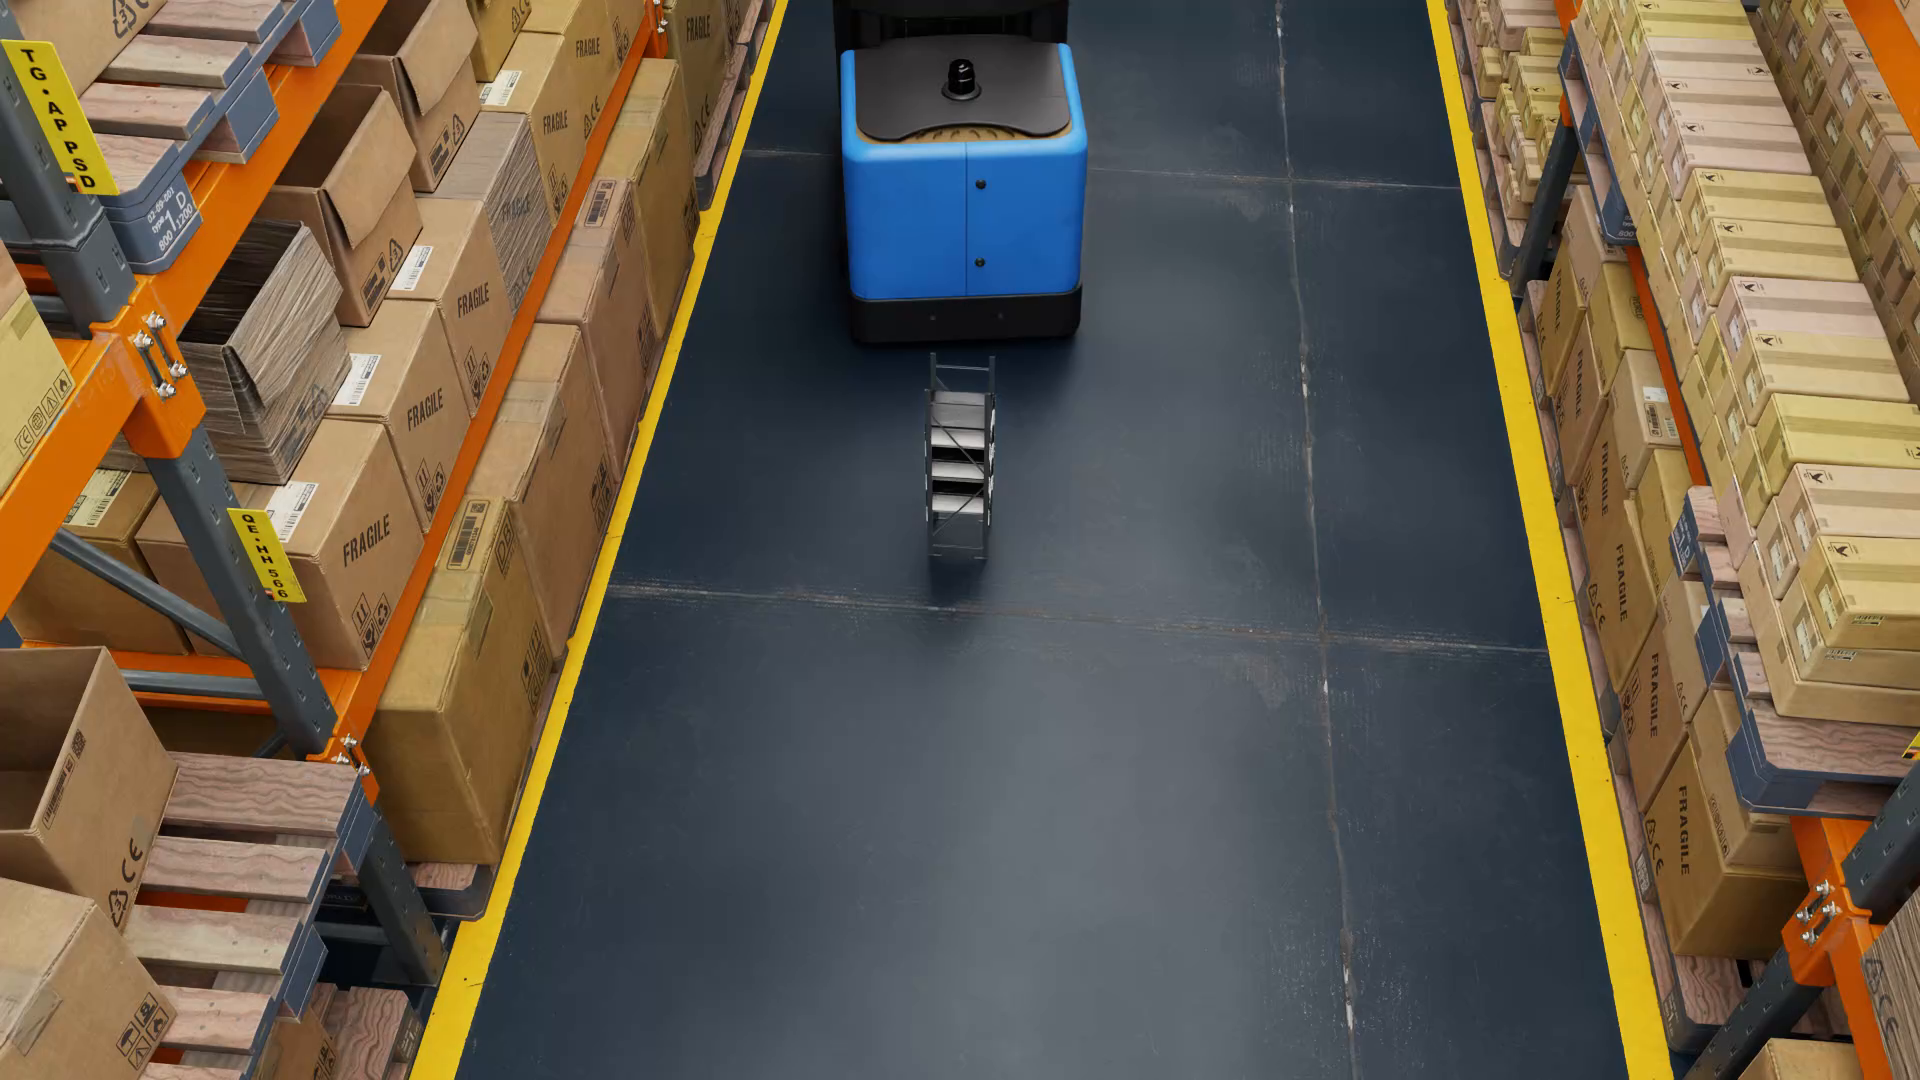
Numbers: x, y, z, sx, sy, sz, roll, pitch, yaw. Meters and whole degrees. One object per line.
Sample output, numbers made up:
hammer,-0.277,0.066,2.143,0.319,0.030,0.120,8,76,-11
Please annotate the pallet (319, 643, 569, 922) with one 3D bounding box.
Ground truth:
pallet,-2.052,0.741,5.955,1.003,0.211,1.213,4,48,4

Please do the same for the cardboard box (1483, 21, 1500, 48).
cardboard box,2.977,-2.595,8.764,0.380,0.149,0.250,5,48,4

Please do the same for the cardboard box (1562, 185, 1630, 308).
cardboard box,2.765,-1.183,6.726,0.500,0.250,0.500,2,48,2

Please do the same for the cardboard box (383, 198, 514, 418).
cardboard box,-1.796,-0.754,5.365,0.500,0.500,0.500,3,48,3

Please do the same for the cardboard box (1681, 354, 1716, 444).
cardboard box,2.415,-0.420,5.013,0.380,0.149,0.250,2,48,2

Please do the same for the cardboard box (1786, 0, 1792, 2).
cardboard box,3.253,-2.107,6.152,0.380,0.149,0.250,6,48,5

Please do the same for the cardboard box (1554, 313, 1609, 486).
cardboard box,2.717,-0.541,6.647,0.500,0.500,0.500,6,48,5

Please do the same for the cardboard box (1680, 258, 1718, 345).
cardboard box,2.438,-0.717,5.083,0.380,0.149,0.250,5,48,5

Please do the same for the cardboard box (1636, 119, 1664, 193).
cardboard box,2.511,-1.286,5.604,0.380,0.149,0.250,6,48,5

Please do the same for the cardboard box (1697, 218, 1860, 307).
cardboard box,2.439,-0.816,4.972,0.380,0.149,0.250,6,48,5

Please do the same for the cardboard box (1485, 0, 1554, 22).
cardboard box,2.914,-2.780,8.530,0.380,0.149,0.250,2,48,2

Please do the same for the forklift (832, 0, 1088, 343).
forklift,-0.058,-2.961,7.498,1.130,2.935,3.031,-2,48,-2

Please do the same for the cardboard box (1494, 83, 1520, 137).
cardboard box,2.827,-2.088,8.098,0.380,0.149,0.250,2,48,2

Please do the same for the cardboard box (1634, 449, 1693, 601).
cardboard box,2.629,-0.033,5.675,0.500,0.250,0.500,5,48,4

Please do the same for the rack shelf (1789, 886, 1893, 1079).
rack shelf,2.549,2.495,2.949,1.077,0.370,4.000,4,48,4

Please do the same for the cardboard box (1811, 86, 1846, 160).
cardboard box,3.187,-1.432,5.737,0.380,0.149,0.250,2,48,2

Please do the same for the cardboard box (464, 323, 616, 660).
cardboard box,-2.027,-0.210,6.091,1.225,0.875,0.875,4,48,4

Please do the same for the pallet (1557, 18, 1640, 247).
pallet,2.881,-1.540,6.282,1.003,0.211,1.213,4,48,4

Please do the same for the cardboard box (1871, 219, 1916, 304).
cardboard box,3.111,-0.862,5.215,0.380,0.149,0.250,5,48,5

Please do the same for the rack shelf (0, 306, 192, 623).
rack shelf,-2.382,1.075,2.215,1.077,0.370,4.000,4,48,4

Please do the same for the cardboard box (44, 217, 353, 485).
cardboard box,-2.116,-0.534,4.484,0.797,0.503,0.637,5,48,5

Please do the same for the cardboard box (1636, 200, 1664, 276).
cardboard box,2.488,-0.995,5.539,0.380,0.149,0.250,3,48,3

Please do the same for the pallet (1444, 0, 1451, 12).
pallet,3.344,-3.505,9.838,1.003,0.211,1.213,4,48,4

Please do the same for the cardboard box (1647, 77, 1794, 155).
cardboard box,2.508,-1.391,5.498,0.380,0.149,0.250,4,48,3

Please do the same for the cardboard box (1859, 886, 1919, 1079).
cardboard box,2.421,1.060,3.706,0.500,0.500,0.500,4,48,4

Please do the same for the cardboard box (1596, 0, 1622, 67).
cardboard box,2.580,-1.865,6.133,0.380,0.149,0.250,3,48,3

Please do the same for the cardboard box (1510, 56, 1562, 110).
cardboard box,2.868,-2.190,7.990,0.380,0.149,0.250,3,48,3

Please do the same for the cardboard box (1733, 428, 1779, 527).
cardboard box,2.366,-0.158,4.572,0.380,0.149,0.250,5,48,4

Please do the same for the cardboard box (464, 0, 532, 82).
cardboard box,-1.959,-1.964,5.792,0.797,0.503,0.637,4,48,4

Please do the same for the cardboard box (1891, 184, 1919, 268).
cardboard box,3.111,-0.951,5.095,0.380,0.149,0.250,3,48,3

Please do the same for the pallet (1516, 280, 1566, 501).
pallet,3.026,-0.644,7.222,1.003,0.211,1.213,4,48,4

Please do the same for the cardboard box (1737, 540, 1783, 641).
cardboard box,2.343,0.150,4.492,0.380,0.149,0.250,4,48,3

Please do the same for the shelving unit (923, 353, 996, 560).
shelving unit,0.001,-0.310,6.449,0.258,0.900,0.210,4,48,4

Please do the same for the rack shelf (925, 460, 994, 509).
rack shelf,0.001,-0.226,6.540,0.258,0.077,0.200,4,48,4

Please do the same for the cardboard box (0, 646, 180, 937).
cardboard box,-2.209,0.599,3.843,0.500,0.500,0.500,-1,48,-1

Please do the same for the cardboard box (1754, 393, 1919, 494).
cardboard box,2.368,-0.243,4.448,0.380,0.149,0.250,5,48,5

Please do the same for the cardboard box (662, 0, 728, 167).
cardboard box,-1.695,-2.469,8.157,0.875,0.875,0.875,4,48,4

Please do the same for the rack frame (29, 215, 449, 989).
rack frame,-2.199,0.375,4.401,1.000,3.000,0.127,4,48,4

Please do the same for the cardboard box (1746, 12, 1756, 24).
cardboard box,3.447,-2.258,6.979,0.380,0.149,0.250,5,48,5

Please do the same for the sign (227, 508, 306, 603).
sign,-1.658,0.040,3.976,0.100,0.325,0.005,4,48,4

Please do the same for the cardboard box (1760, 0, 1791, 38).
cardboard box,3.256,-2.009,6.264,0.380,0.149,0.250,5,48,5

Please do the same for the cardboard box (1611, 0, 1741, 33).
cardboard box,2.582,-1.951,6.010,0.380,0.149,0.250,5,48,5

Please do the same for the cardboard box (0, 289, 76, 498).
cardboard box,-1.998,-0.221,3.014,0.500,0.250,0.500,4,48,4

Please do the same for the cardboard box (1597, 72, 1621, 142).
cardboard box,2.555,-1.568,6.063,0.380,0.149,0.250,4,48,4

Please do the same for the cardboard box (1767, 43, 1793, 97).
cardboard box,3.233,-1.718,6.200,0.380,0.149,0.250,4,48,4

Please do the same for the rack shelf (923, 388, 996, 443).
rack shelf,0.001,-0.469,6.275,0.258,0.077,0.200,4,48,4

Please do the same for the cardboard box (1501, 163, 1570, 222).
cardboard box,2.792,-1.648,7.898,0.380,0.149,0.250,4,48,4

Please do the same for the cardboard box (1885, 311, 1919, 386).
cardboard box,3.092,-0.564,5.145,0.380,0.149,0.250,4,48,4

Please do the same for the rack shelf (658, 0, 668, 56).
rack shelf,-1.652,-3.792,8.699,1.077,0.370,4.000,4,48,4

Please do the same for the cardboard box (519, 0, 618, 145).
cardboard box,-1.657,-1.873,6.389,0.500,0.500,0.500,5,48,5

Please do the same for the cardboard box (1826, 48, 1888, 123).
cardboard box,3.180,-1.526,5.622,0.380,0.149,0.250,4,48,3

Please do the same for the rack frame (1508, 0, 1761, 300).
rack frame,3.095,-2.157,6.716,1.000,3.000,0.127,4,48,4

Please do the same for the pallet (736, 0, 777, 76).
pallet,-1.579,-3.076,9.446,1.003,0.211,1.213,4,48,4

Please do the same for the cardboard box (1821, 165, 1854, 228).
cardboard box,3.166,-1.146,5.677,0.380,0.149,0.250,2,48,2

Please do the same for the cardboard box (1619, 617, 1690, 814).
cardboard box,2.582,0.602,5.602,0.500,0.500,0.500,6,48,5

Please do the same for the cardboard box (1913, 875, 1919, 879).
cardboard box,3.035,0.741,4.967,0.500,0.250,0.500,2,48,2
